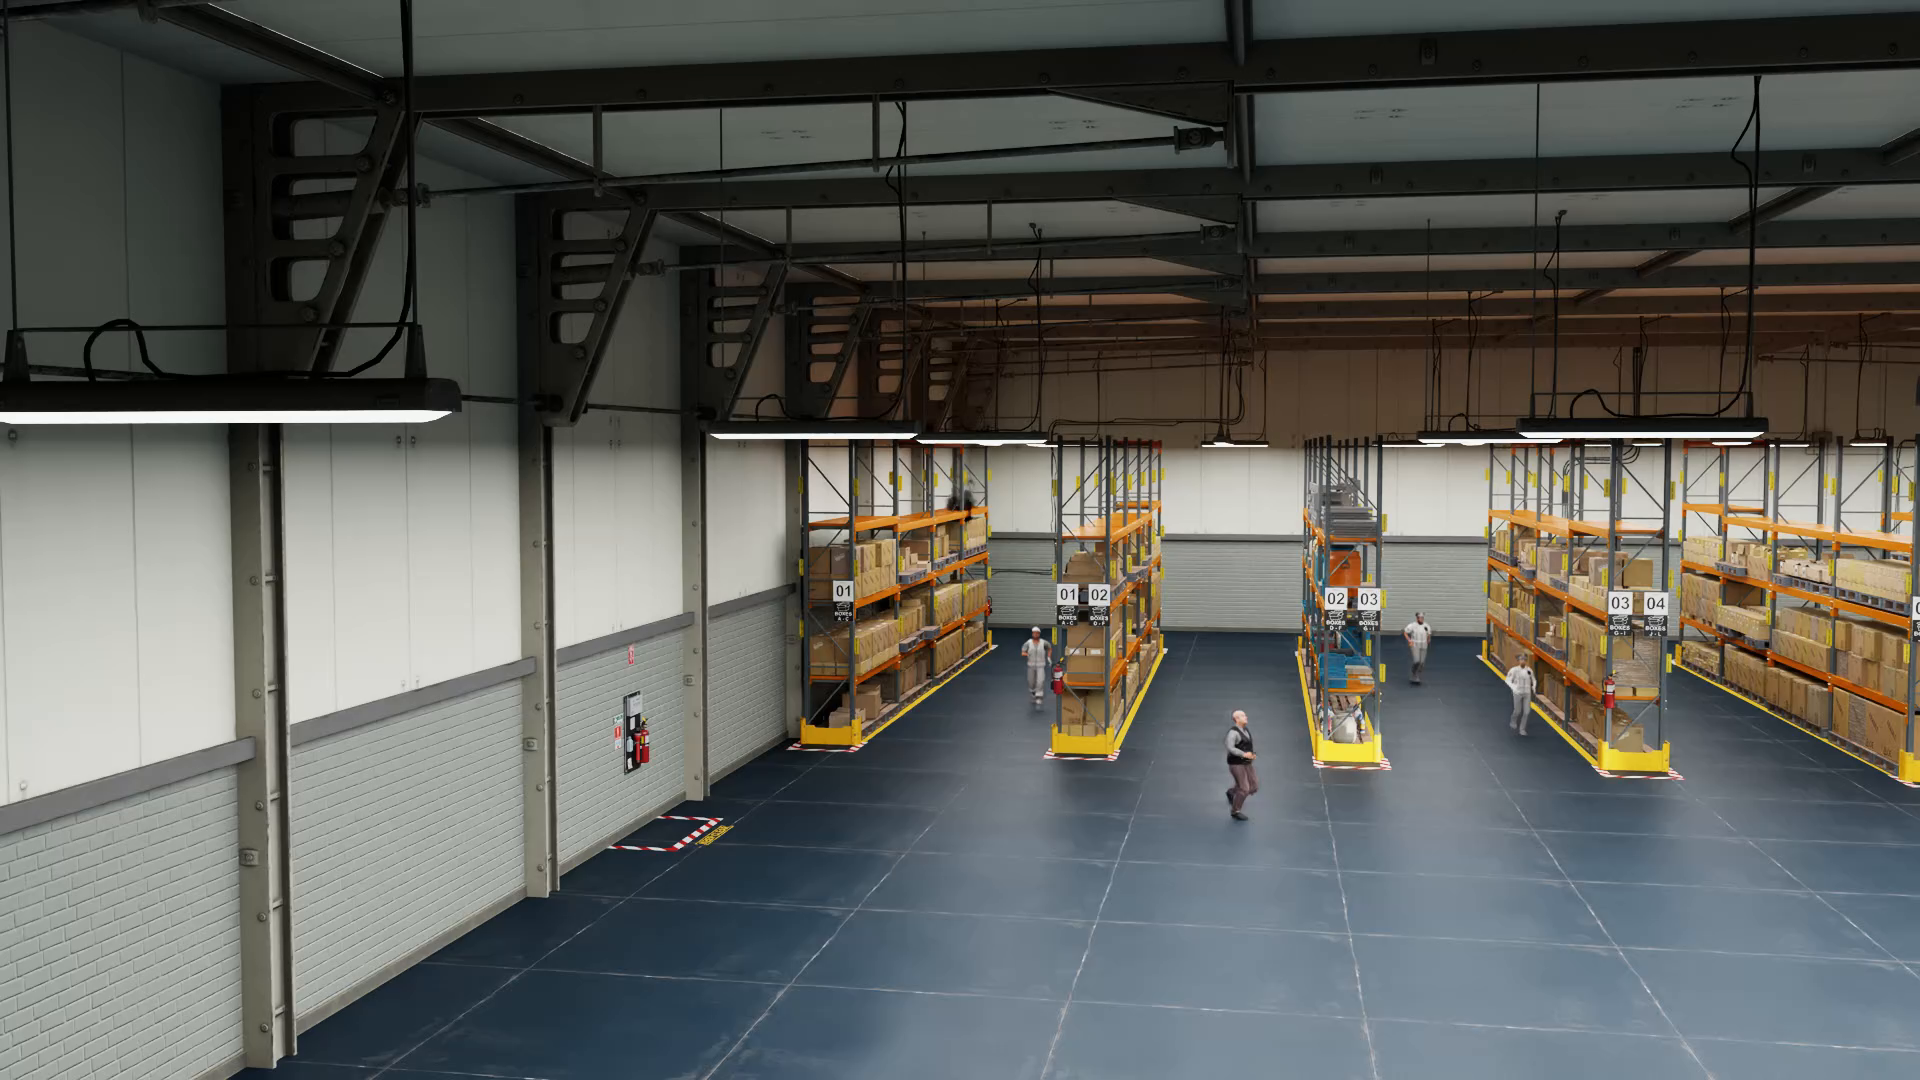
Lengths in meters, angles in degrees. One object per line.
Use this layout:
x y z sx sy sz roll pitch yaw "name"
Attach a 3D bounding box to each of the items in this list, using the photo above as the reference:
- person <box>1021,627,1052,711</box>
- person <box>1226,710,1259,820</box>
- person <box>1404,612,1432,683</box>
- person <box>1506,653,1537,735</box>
1.683 2.777 36.758 0.661 1.712 0.935 0 3 8 "person"
4.366 3.485 25.813 0.591 1.688 0.698 2 4 34 "person"
11.284 2.643 40.839 0.634 1.783 0.690 0 3 -4 "person"
11.313 3.086 33.469 0.615 1.647 0.575 0 3 2 "person"
